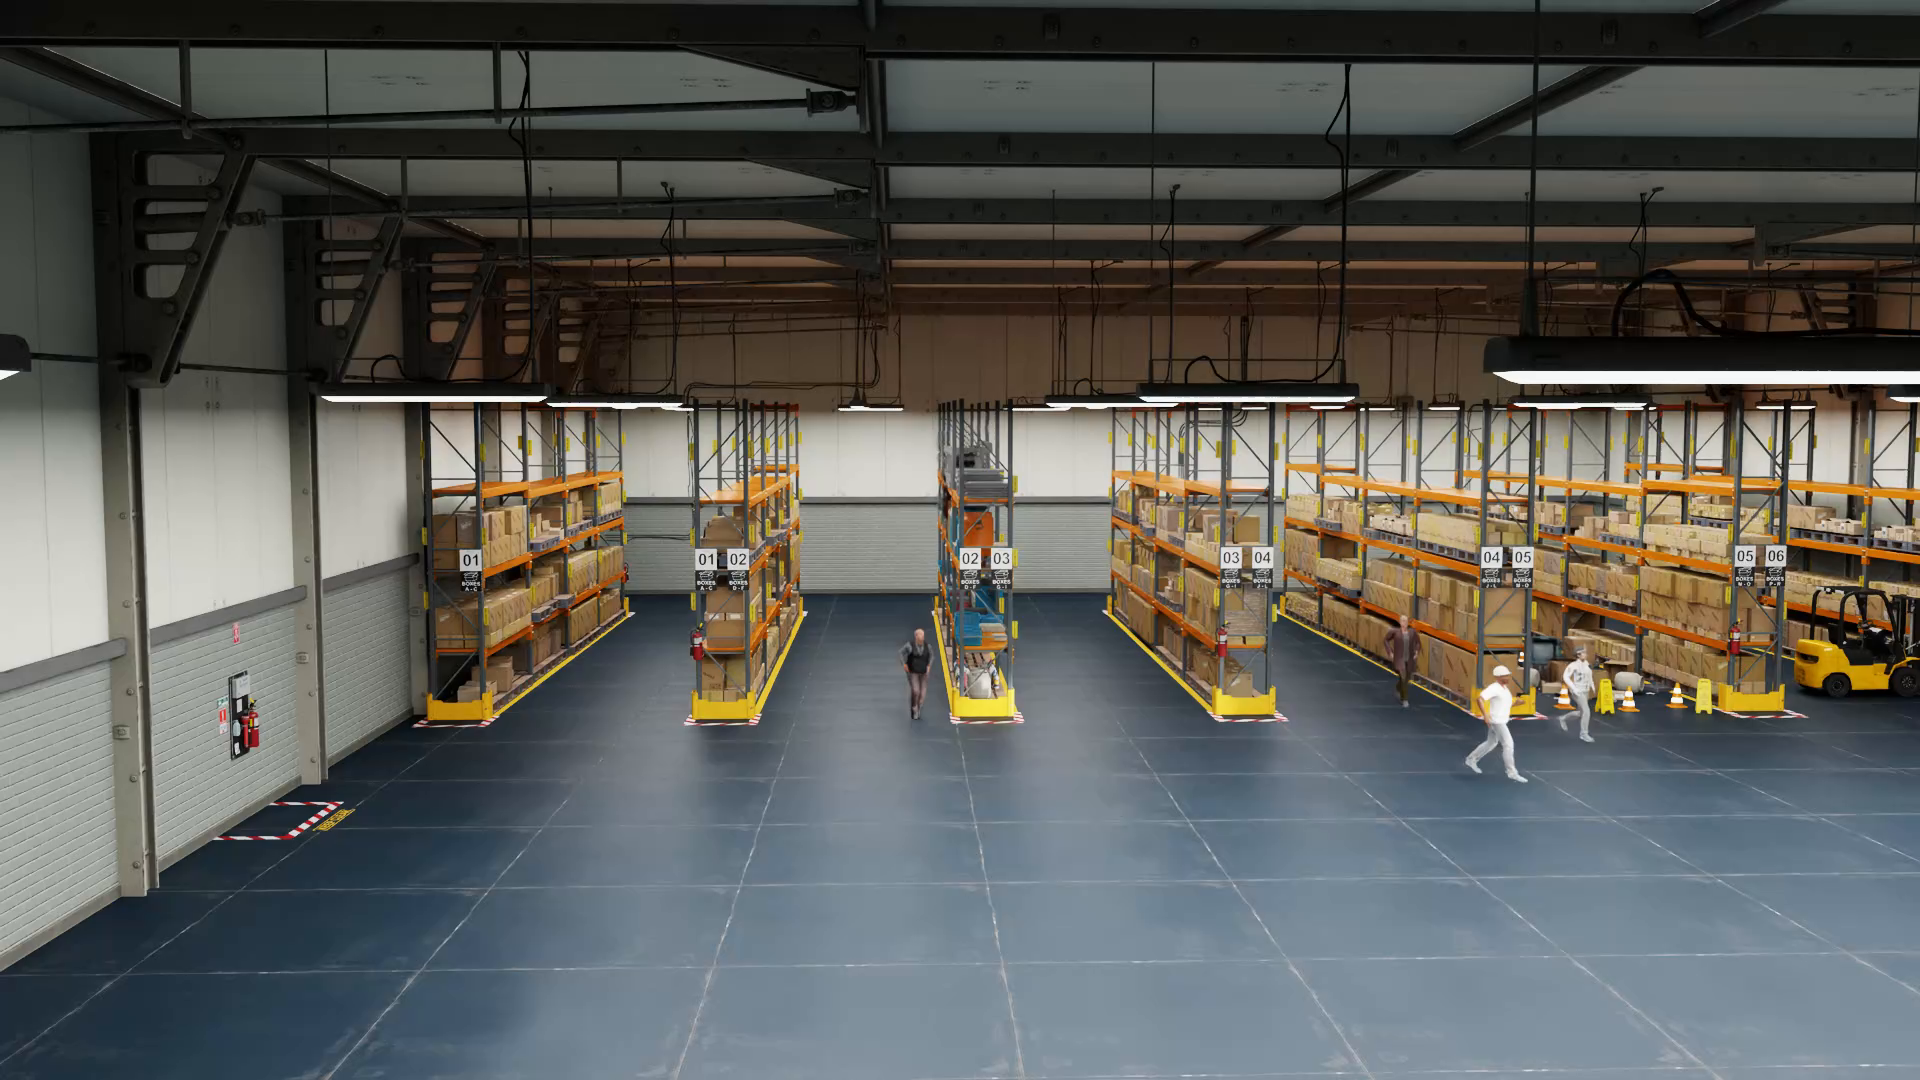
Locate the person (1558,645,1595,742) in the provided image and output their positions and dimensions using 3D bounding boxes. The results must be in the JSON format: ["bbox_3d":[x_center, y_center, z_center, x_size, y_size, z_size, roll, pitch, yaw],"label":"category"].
[{"bbox_3d":[10.879,2.676,29.296,0.637,1.681,0.743,-3,6,-38],"label":"person"}]

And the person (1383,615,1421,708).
[{"bbox_3d":[8.722,2.370,32.790,0.723,1.793,0.913,0,4,-5],"label":"person"}]

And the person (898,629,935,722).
[{"bbox_3d":[-0.780,2.517,31.068,0.671,1.708,0.655,-2,5,-20],"label":"person"}]

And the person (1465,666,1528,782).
[{"bbox_3d":[8.368,2.841,25.914,0.964,1.775,0.689,2,5,26],"label":"person"}]
